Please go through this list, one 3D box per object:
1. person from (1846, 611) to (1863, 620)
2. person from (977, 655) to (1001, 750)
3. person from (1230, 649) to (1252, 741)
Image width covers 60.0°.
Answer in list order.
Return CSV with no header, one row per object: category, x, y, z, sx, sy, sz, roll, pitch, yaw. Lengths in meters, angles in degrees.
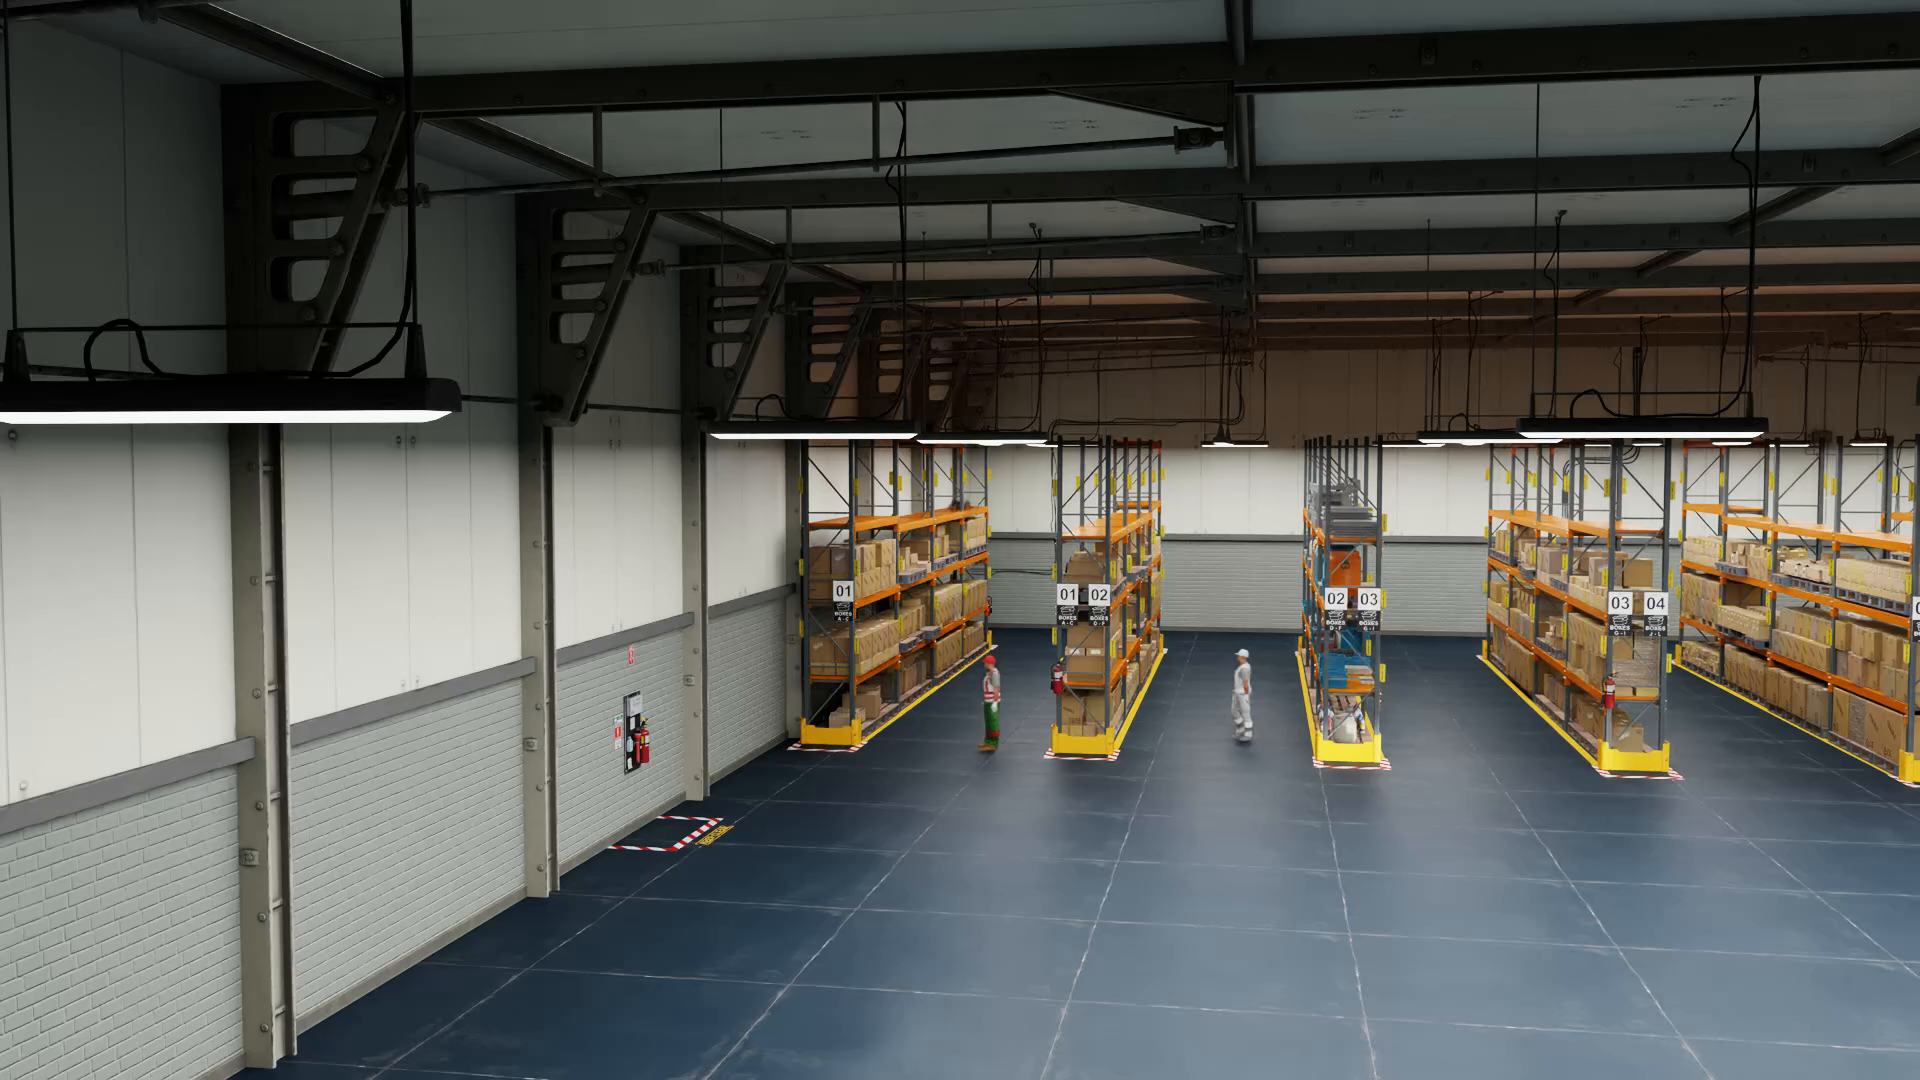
person,24.246,2.394,45.051,0.522,1.747,0.555,0,3,5
person,0.550,3.100,31.773,0.422,1.792,0.609,-1,3,-13
person,5.548,3.044,32.792,0.361,1.810,0.684,0,3,-7
